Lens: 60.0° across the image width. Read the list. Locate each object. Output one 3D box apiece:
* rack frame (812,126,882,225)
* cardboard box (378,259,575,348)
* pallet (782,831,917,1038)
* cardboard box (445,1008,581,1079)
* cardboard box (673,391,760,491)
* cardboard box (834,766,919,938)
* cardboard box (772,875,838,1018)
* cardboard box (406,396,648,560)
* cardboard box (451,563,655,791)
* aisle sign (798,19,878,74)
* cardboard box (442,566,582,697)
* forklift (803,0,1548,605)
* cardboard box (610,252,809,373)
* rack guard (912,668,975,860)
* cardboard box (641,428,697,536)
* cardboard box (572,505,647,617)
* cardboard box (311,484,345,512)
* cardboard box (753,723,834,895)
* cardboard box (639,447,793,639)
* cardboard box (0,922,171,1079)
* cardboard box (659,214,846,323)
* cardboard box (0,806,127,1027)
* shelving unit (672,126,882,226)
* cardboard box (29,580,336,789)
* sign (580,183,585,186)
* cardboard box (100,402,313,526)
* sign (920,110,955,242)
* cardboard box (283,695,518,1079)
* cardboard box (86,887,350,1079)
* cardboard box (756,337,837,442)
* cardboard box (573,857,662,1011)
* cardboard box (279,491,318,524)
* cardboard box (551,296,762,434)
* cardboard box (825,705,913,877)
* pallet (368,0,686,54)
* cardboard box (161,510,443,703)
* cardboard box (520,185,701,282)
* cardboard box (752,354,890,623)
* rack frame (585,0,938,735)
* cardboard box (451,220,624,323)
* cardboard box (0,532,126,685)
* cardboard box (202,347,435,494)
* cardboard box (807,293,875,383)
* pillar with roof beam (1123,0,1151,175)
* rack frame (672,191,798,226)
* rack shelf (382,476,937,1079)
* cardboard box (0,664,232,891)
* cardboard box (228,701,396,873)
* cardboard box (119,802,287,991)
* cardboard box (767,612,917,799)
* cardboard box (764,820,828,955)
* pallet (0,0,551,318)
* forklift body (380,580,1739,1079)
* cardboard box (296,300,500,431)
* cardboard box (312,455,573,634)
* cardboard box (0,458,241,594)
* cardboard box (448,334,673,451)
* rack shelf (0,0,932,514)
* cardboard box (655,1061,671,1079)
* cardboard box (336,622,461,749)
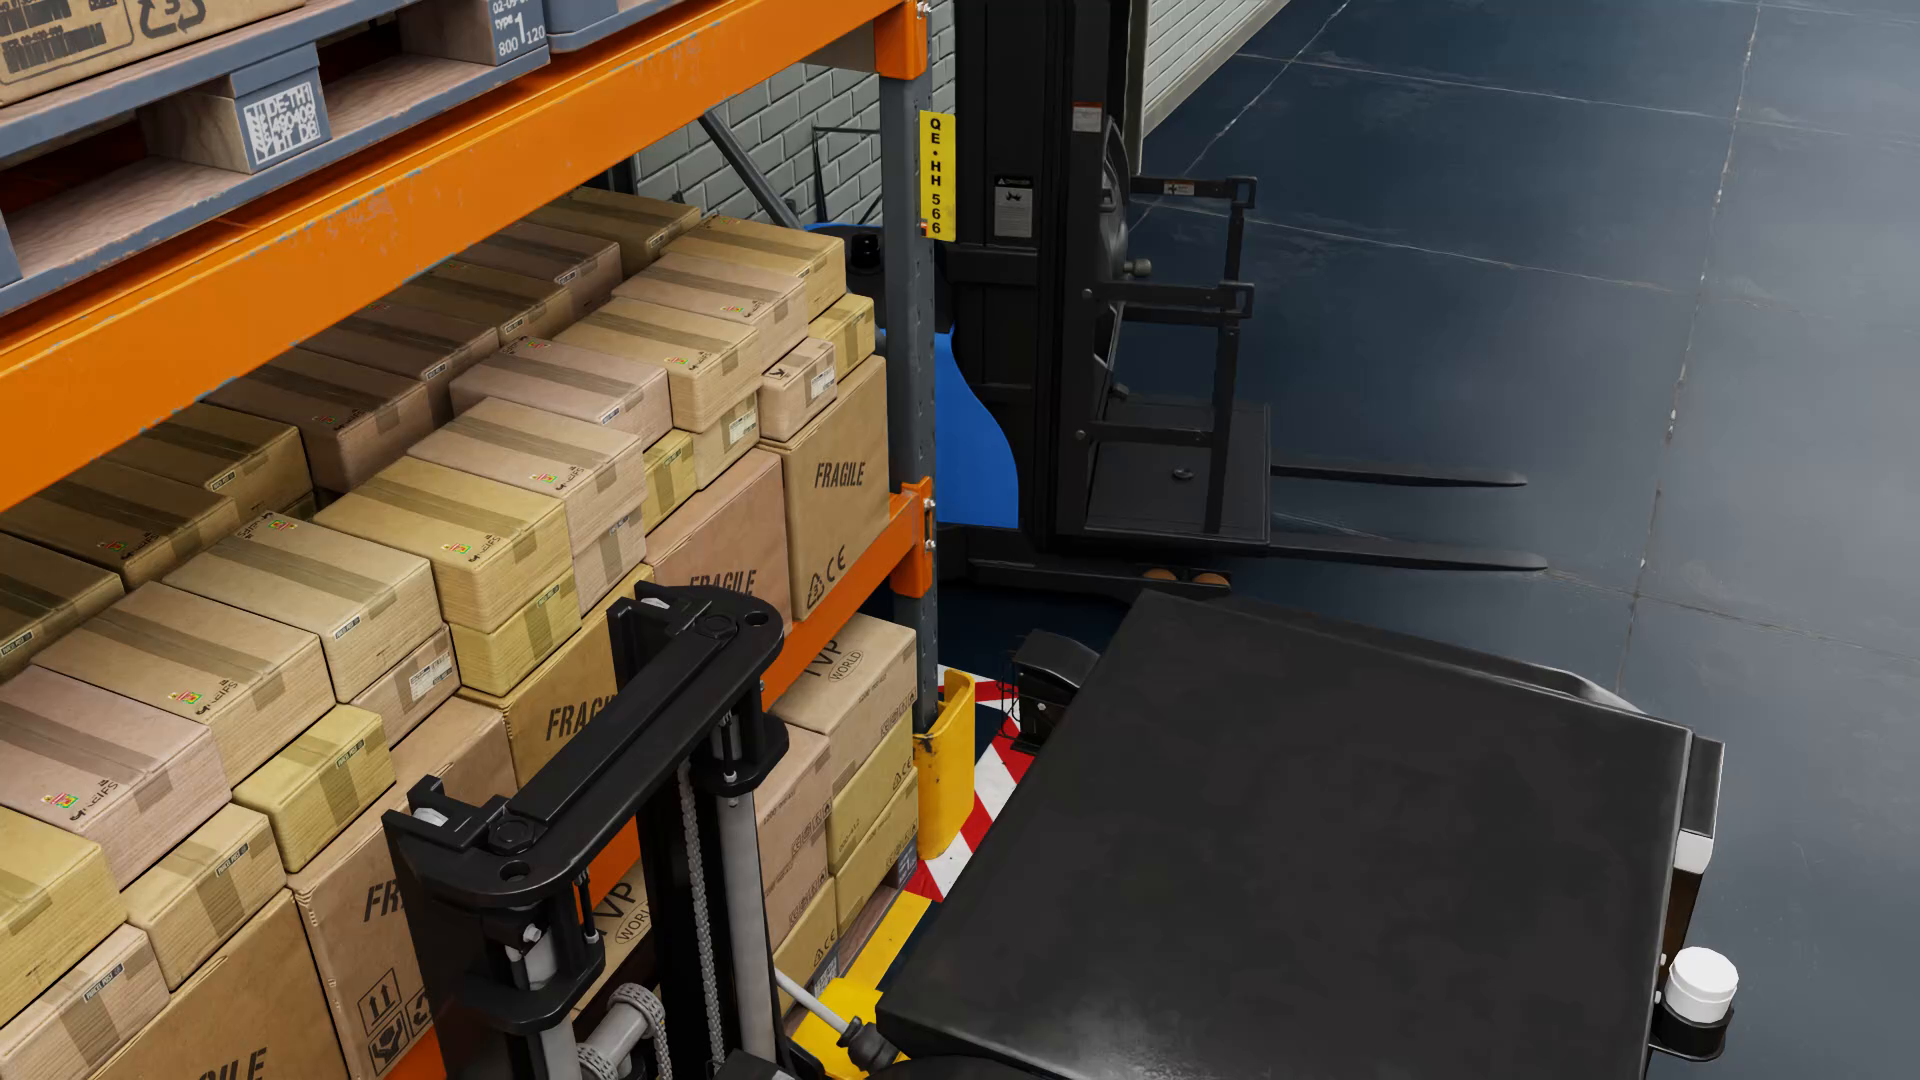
[{"bbox_3d":[-0.347,-1.095,7.016,0.500,1.500,0.032,8,34,22],"label":"rack frame"},{"bbox_3d":[-1.117,-0.507,3.834,0.380,0.149,0.250,15,36,21],"label":"cardboard box"},{"bbox_3d":[-0.827,1.111,4.862,1.003,0.211,1.213,14,36,20],"label":"pallet"},{"bbox_3d":[-1.084,1.172,3.440,0.500,0.250,0.500,13,36,20],"label":"cardboard box"},{"bbox_3d":[-0.680,-0.272,3.747,0.380,0.149,0.250,15,36,21],"label":"cardboard box"},{"bbox_3d":[-0.455,0.836,4.865,0.500,0.250,0.500,14,36,21],"label":"cardboard box"},{"bbox_3d":[-0.671,1.081,4.490,0.500,0.250,0.500,14,36,20],"label":"cardboard box"},{"bbox_3d":[-0.843,-0.127,3.255,0.380,0.149,0.250,15,36,22],"label":"cardboard box"},{"bbox_3d":[-0.952,0.330,3.420,0.500,0.500,0.500,13,36,20],"label":"cardboard box"},{"bbox_3d":[-0.251,-1.498,3.928,0.394,0.787,0.004,14,36,20],"label":"aisle sign"},{"bbox_3d":[-0.950,0.123,3.144,0.380,0.149,0.250,14,36,21],"label":"cardboard box"},{"bbox_3d":[0.744,-1.245,5.976,3.031,2.935,1.130,5,34,7],"label":"forklift"},{"bbox_3d":[-0.579,-0.526,3.863,0.380,0.149,0.250,14,36,21],"label":"cardboard box"},{"bbox_3d":[-0.535,0.588,5.397,1.175,0.500,0.348,14,36,20],"label":"rack guard"},{"bbox_3d":[-0.794,-0.151,3.562,0.380,0.149,0.250,14,36,20],"label":"cardboard box"},{"bbox_3d":[-0.863,-0.007,3.343,0.380,0.149,0.250,13,35,19],"label":"cardboard box"},{"bbox_3d":[-1.416,-0.159,3.575,0.380,0.149,0.250,15,36,21],"label":"cardboard box"},{"bbox_3d":[-0.663,0.667,4.209,0.500,0.250,0.500,15,36,21],"label":"cardboard box"},{"bbox_3d":[-0.738,0.075,3.810,0.500,0.500,0.500,15,36,22],"label":"cardboard box"},{"bbox_3d":[-1.374,0.634,2.365,0.380,0.149,0.250,14,36,20],"label":"cardboard box"},{"bbox_3d":[-0.504,-0.656,4.061,0.380,0.149,0.250,14,36,21],"label":"cardboard box"},{"bbox_3d":[-1.405,0.499,2.300,0.380,0.149,0.250,14,36,20],"label":"cardboard box"},{"bbox_3d":[-0.547,-0.829,6.619,0.587,1.500,1.083,8,34,22],"label":"shelving unit"},{"bbox_3d":[-1.261,0.231,2.708,0.380,0.149,0.250,14,36,21],"label":"cardboard box"},{"bbox_3d":[-1.047,-0.971,4.633,0.100,0.325,0.005,14,36,20],"label":"sign"},{"bbox_3d":[-1.521,-0.142,3.277,0.380,0.149,0.250,13,36,19],"label":"cardboard box"},{"bbox_3d":[-0.058,-0.897,4.111,0.100,0.325,0.005,14,36,20],"label":"sign"},{"bbox_3d":[-1.152,0.583,3.034,0.500,0.500,0.500,14,36,21],"label":"cardboard box"},{"bbox_3d":[-1.382,0.828,2.660,0.500,0.500,0.500,14,36,20],"label":"cardboard box"},{"bbox_3d":[-0.516,-0.387,3.922,0.380,0.149,0.250,15,36,21],"label":"cardboard box"},{"bbox_3d":[-0.865,0.921,3.823,0.500,0.250,0.500,15,36,21],"label":"cardboard box"},{"bbox_3d":[-1.525,-0.025,3.369,0.380,0.149,0.250,15,36,22],"label":"cardboard box"},{"bbox_3d":[-0.663,-0.389,3.654,0.380,0.149,0.250,15,36,22],"label":"cardboard box"},{"bbox_3d":[-0.465,0.634,4.716,0.500,0.250,0.500,14,36,20],"label":"cardboard box"},{"bbox_3d":[-0.864,-1.316,3.367,1.003,0.211,1.213,14,36,20],"label":"pallet"},{"bbox_3d":[-1.140,0.109,2.894,0.380,0.149,0.250,15,36,21],"label":"cardboard box"},{"bbox_3d":[-0.880,-0.764,4.226,0.380,0.149,0.250,13,36,20],"label":"cardboard box"},{"bbox_3d":[-0.512,-0.182,4.200,0.500,0.500,0.500,13,36,19],"label":"cardboard box"},{"bbox_3d":[-0.545,-0.445,4.693,1.000,3.000,0.127,14,36,20],"label":"rack frame"},{"bbox_3d":[-1.048,-0.646,4.046,0.380,0.149,0.250,15,36,22],"label":"cardboard box"},{"bbox_3d":[-1.660,0.132,2.859,0.380,0.149,0.250,15,36,22],"label":"cardboard box"},{"bbox_3d":[-1.322,-0.250,3.442,0.380,0.149,0.250,15,36,22],"label":"cardboard box"},{"bbox_3d":[-0.436,-0.521,4.127,0.380,0.149,0.250,15,36,21],"label":"cardboard box"},{"bbox_3d":[4.765,-4.815,5.886,9.100,9.000,0.400,14,36,20],"label":"pillar with roof beam"},{"bbox_3d":[-0.740,-0.572,6.237,0.500,1.500,0.032,8,34,22],"label":"rack frame"},{"bbox_3d":[-1.382,0.852,3.372,1.077,0.370,4.000,14,36,20],"label":"rack shelf"},{"bbox_3d":[-1.349,0.359,2.513,0.380,0.149,0.250,14,36,20],"label":"cardboard box"},{"bbox_3d":[-1.181,0.370,2.768,0.380,0.149,0.250,13,36,20],"label":"cardboard box"},{"bbox_3d":[-1.285,0.505,2.562,0.380,0.149,0.250,13,35,19],"label":"cardboard box"},{"bbox_3d":[-0.454,0.412,4.599,0.500,0.250,0.500,15,36,22],"label":"cardboard box"},{"bbox_3d":[-0.684,0.881,4.339,0.500,0.250,0.500,14,36,20],"label":"cardboard box"},{"bbox_3d":[-1.374,-0.707,2.437,1.003,0.211,1.213,14,36,20],"label":"pallet"},{"bbox_3d":[0.319,1.273,2.848,2.313,2.155,1.214,14,36,20],"label":"forklift body"},{"bbox_3d":[-1.234,-0.387,3.651,0.380,0.149,0.250,14,36,21],"label":"cardboard box"},{"bbox_3d":[-0.946,0.003,3.056,0.380,0.149,0.250,15,36,21],"label":"cardboard box"},{"bbox_3d":[-1.553,-0.001,3.061,0.380,0.149,0.250,14,36,21],"label":"cardboard box"},{"bbox_3d":[-0.835,-0.282,3.491,0.380,0.149,0.250,14,36,21],"label":"cardboard box"},{"bbox_3d":[-1.382,-0.403,2.549,1.077,0.370,4.000,14,36,20],"label":"rack shelf"},{"bbox_3d":[-0.881,1.143,3.939,0.500,0.250,0.500,13,36,19],"label":"cardboard box"},{"bbox_3d":[-1.136,0.227,2.986,0.380,0.149,0.250,14,36,20],"label":"cardboard box"}]
